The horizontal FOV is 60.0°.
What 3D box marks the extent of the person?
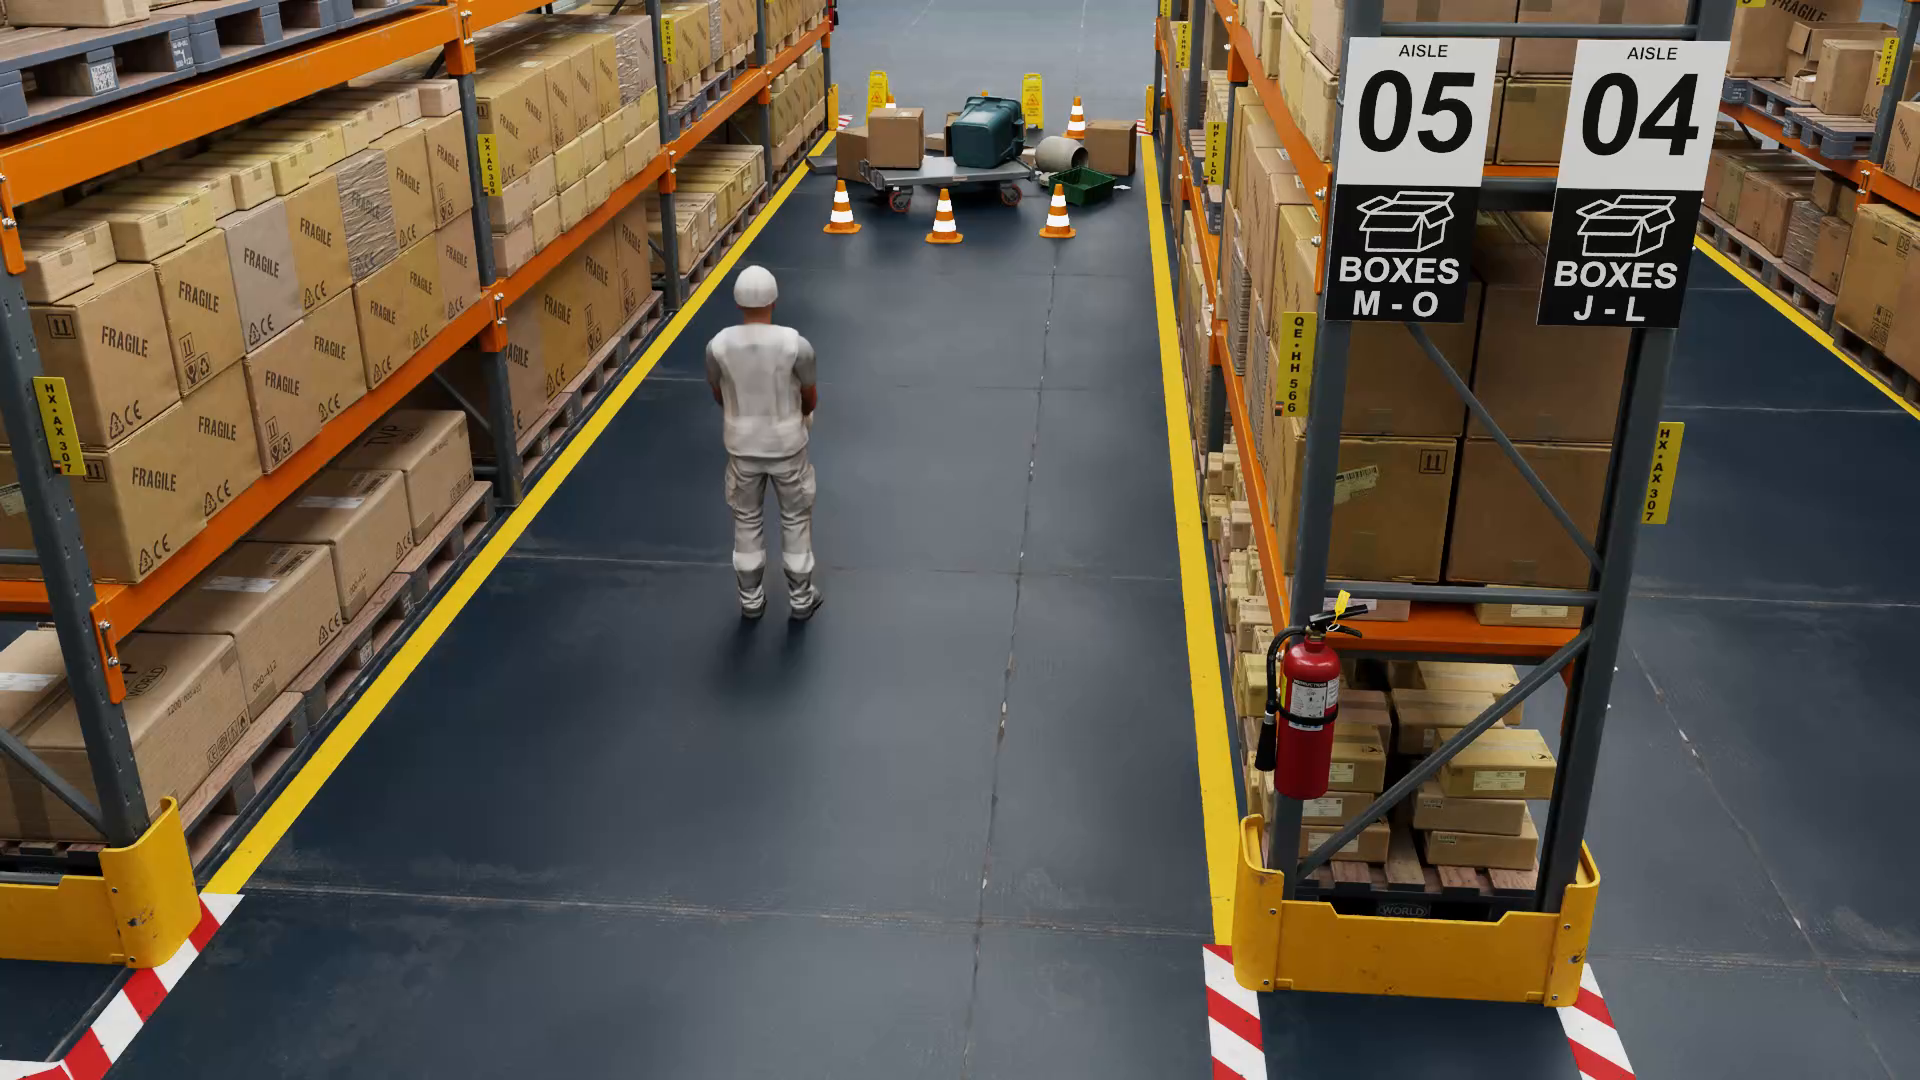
[{"bbox_3d":[-0.937,-0.487,8.150,0.524,1.793,0.529,2,24,4],"label":"person"}]
